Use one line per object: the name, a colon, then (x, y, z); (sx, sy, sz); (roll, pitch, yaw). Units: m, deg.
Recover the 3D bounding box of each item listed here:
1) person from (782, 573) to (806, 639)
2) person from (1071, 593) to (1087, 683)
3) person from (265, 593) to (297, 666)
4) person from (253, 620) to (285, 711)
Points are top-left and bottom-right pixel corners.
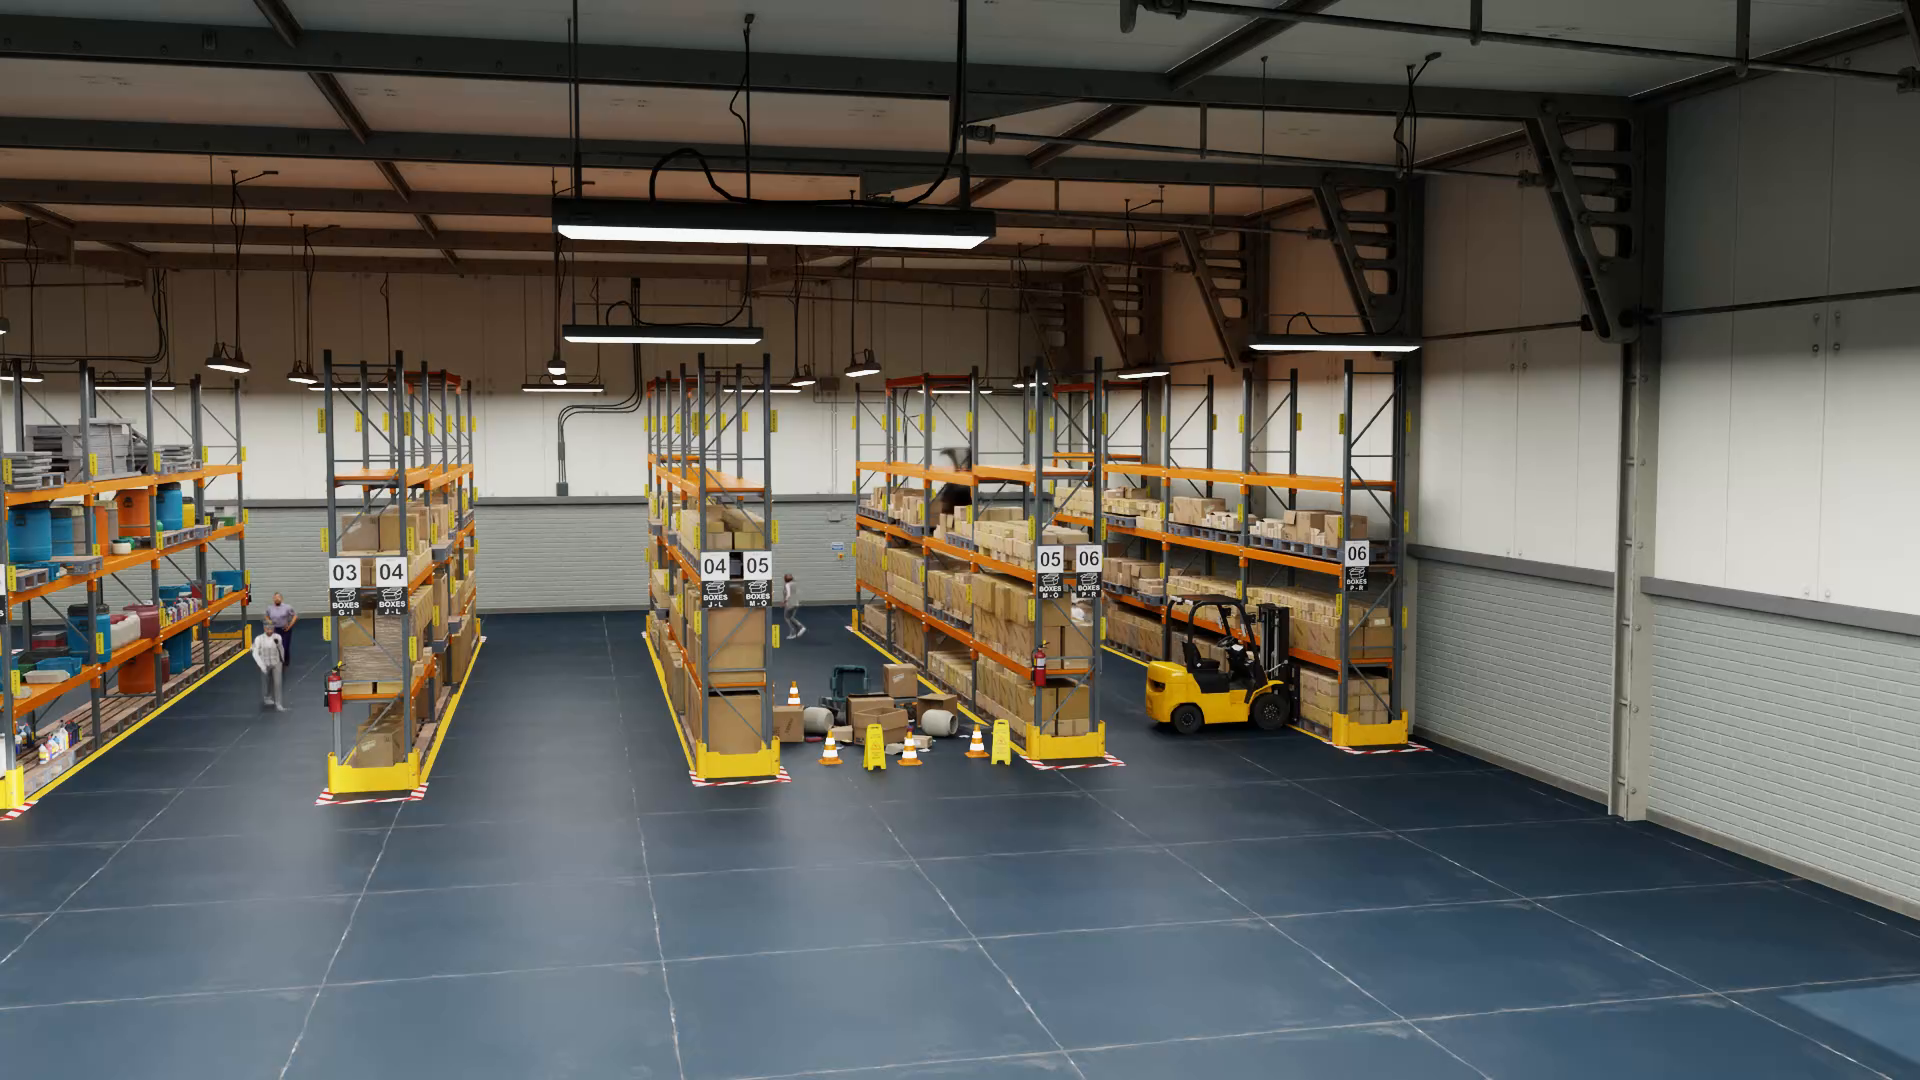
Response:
person: (-3.863, 1.540, 38.753); (0.586, 1.554, 0.527); (3, 5, 33)
person: (2.148, 1.884, 31.768); (0.648, 1.756, 0.945); (-1, 4, -15)
person: (-13.646, 1.870, 33.446); (0.618, 1.659, 0.750); (-1, 4, -12)
person: (-12.031, 2.166, 28.962); (0.511, 1.576, 1.095); (-1, 4, -20)
